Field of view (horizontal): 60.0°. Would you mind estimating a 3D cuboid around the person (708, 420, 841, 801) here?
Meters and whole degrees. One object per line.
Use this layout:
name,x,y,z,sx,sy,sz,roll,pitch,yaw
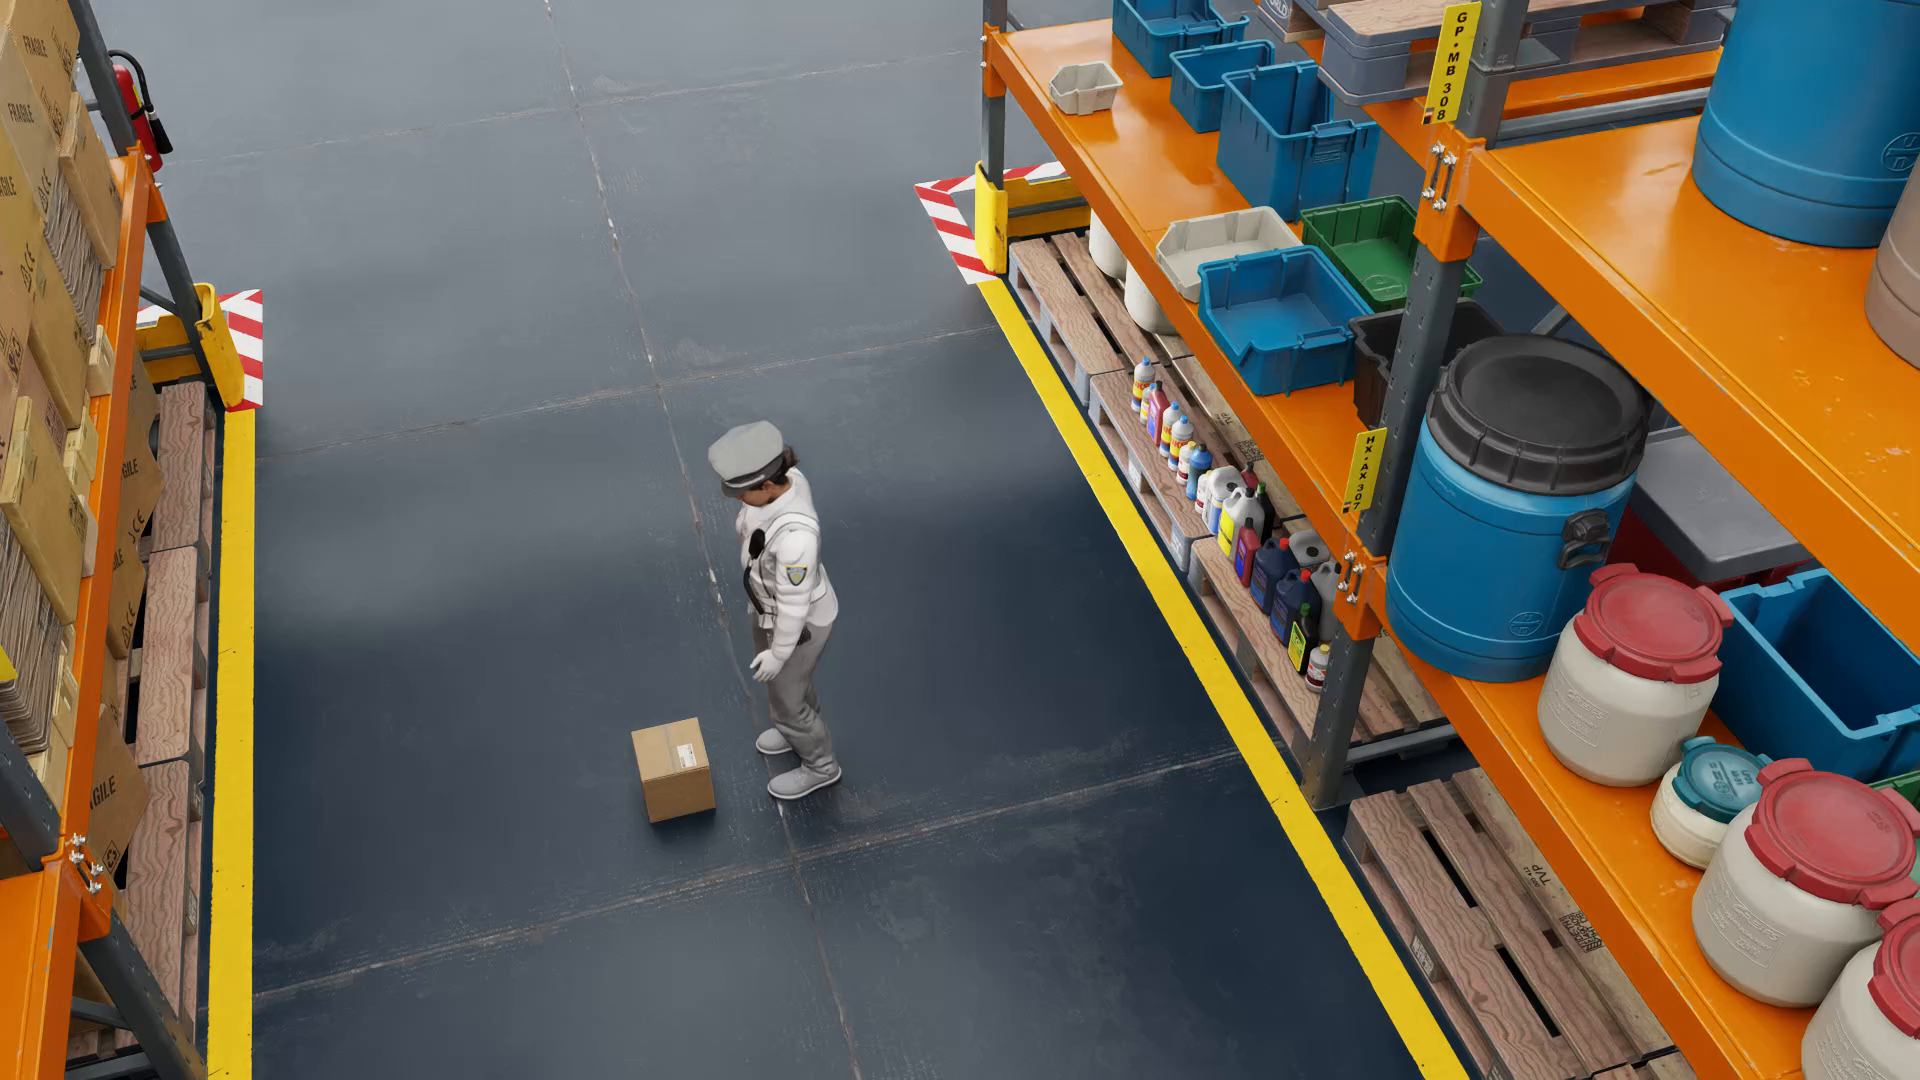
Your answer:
person,-0.621,0.278,5.875,0.381,1.651,0.485,-11,44,-12
